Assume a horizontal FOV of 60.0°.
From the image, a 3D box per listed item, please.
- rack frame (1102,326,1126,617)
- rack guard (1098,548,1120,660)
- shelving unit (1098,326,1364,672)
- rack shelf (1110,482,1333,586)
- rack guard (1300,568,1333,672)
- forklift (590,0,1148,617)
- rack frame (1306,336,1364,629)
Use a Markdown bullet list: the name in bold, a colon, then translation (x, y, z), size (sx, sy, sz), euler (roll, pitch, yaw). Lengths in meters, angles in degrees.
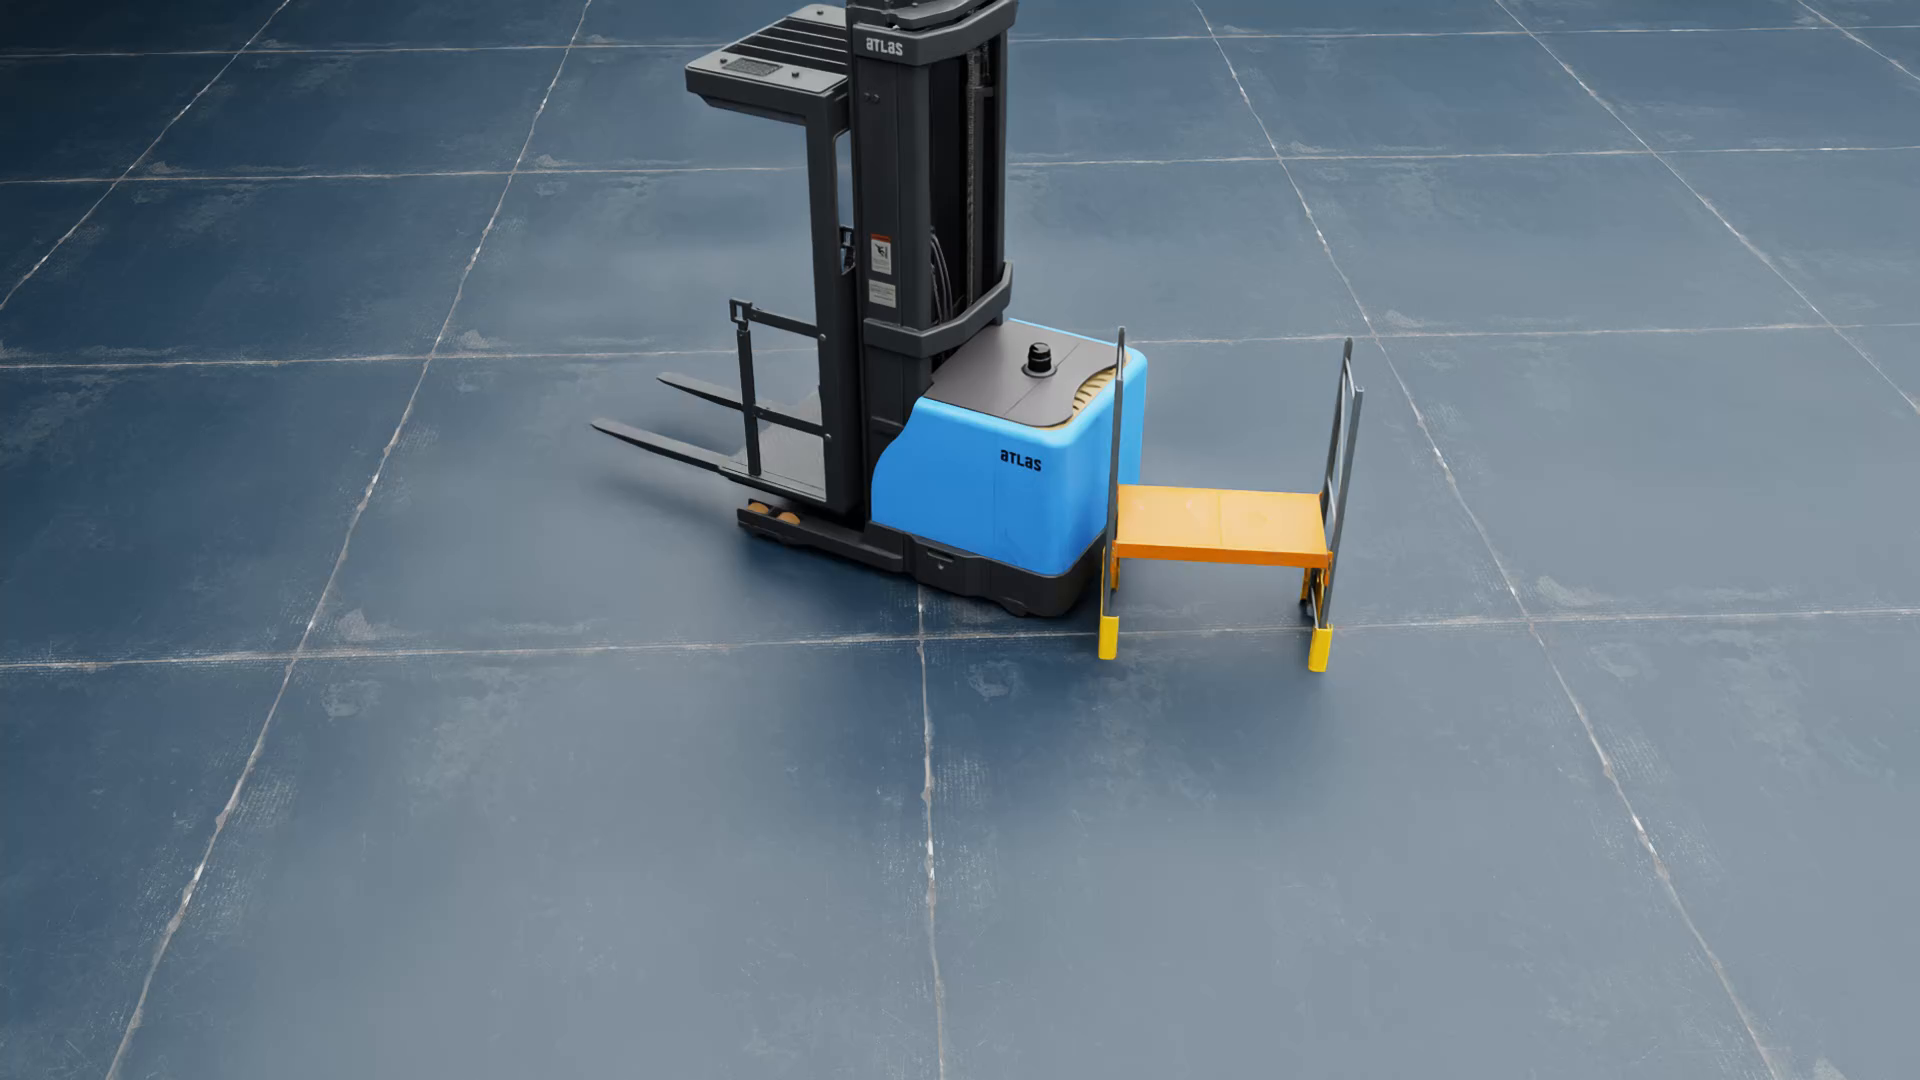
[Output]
- **rack frame**: translation (0.712, -0.212, 7.774), size (0.032, 1.500, 0.500), euler (3, 35, 4)
- **rack guard**: translation (0.732, 0.303, 8.128), size (0.087, 0.250, 0.587), euler (3, 35, 4)
- **shelving unit**: translation (1.227, -0.184, 7.734), size (1.083, 1.500, 0.587), euler (3, 35, 4)
- **rack shelf**: translation (1.218, -0.036, 7.837), size (1.000, 0.185, 0.538), euler (3, 35, 4)
- **rack guard**: translation (1.723, 0.357, 8.051), size (0.087, 0.250, 0.587), euler (3, 35, 4)
- **forklift**: translation (-0.594, -1.426, 8.271), size (3.031, 2.935, 1.130), euler (17, 38, 23)
- **rack frame**: translation (1.724, -0.157, 7.695), size (0.032, 1.500, 0.500), euler (3, 35, 4)
